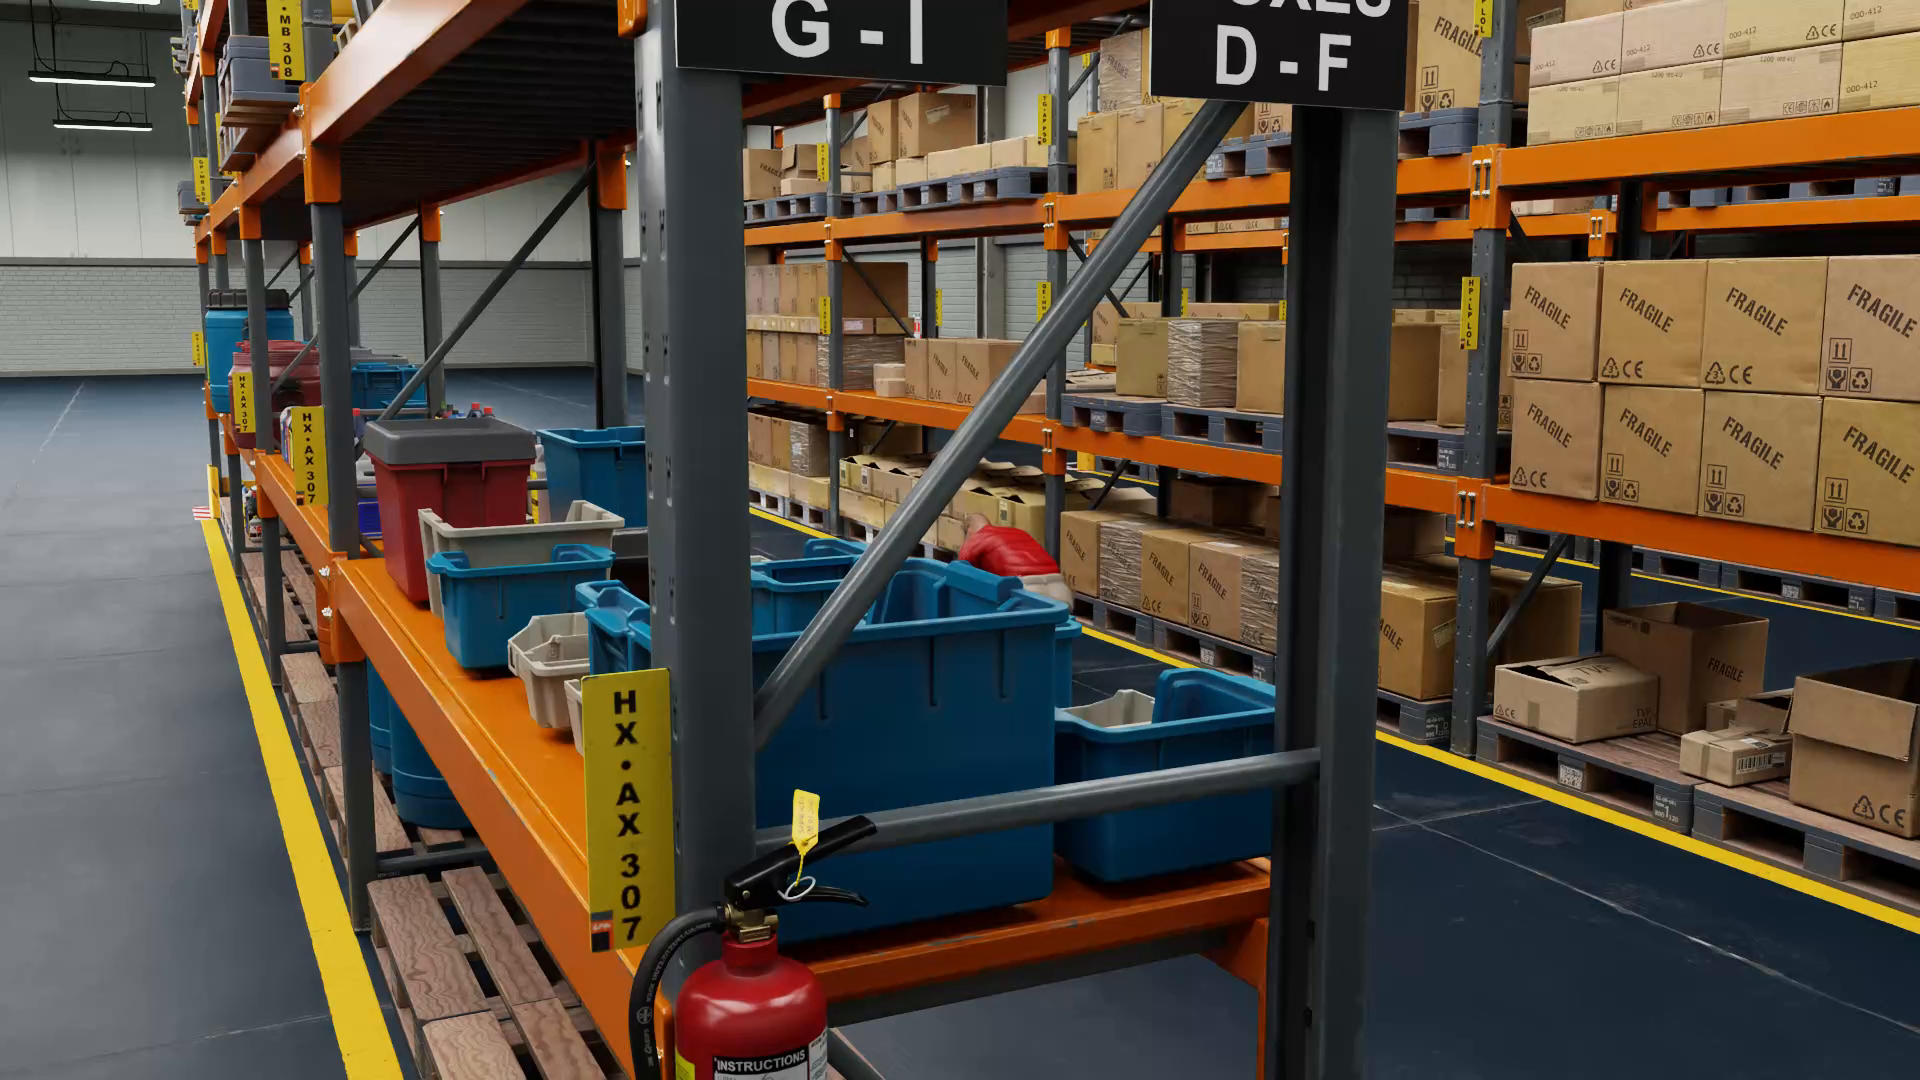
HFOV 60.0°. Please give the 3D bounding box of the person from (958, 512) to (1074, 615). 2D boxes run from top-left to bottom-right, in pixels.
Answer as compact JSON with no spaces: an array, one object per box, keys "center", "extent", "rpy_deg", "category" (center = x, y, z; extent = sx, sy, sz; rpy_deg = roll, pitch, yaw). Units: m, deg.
[{"center":[0.289,0.319,9.647],"extent":[0.561,0.887,0.879],"rpy_deg":[-4,9,-25],"category":"person"}]
